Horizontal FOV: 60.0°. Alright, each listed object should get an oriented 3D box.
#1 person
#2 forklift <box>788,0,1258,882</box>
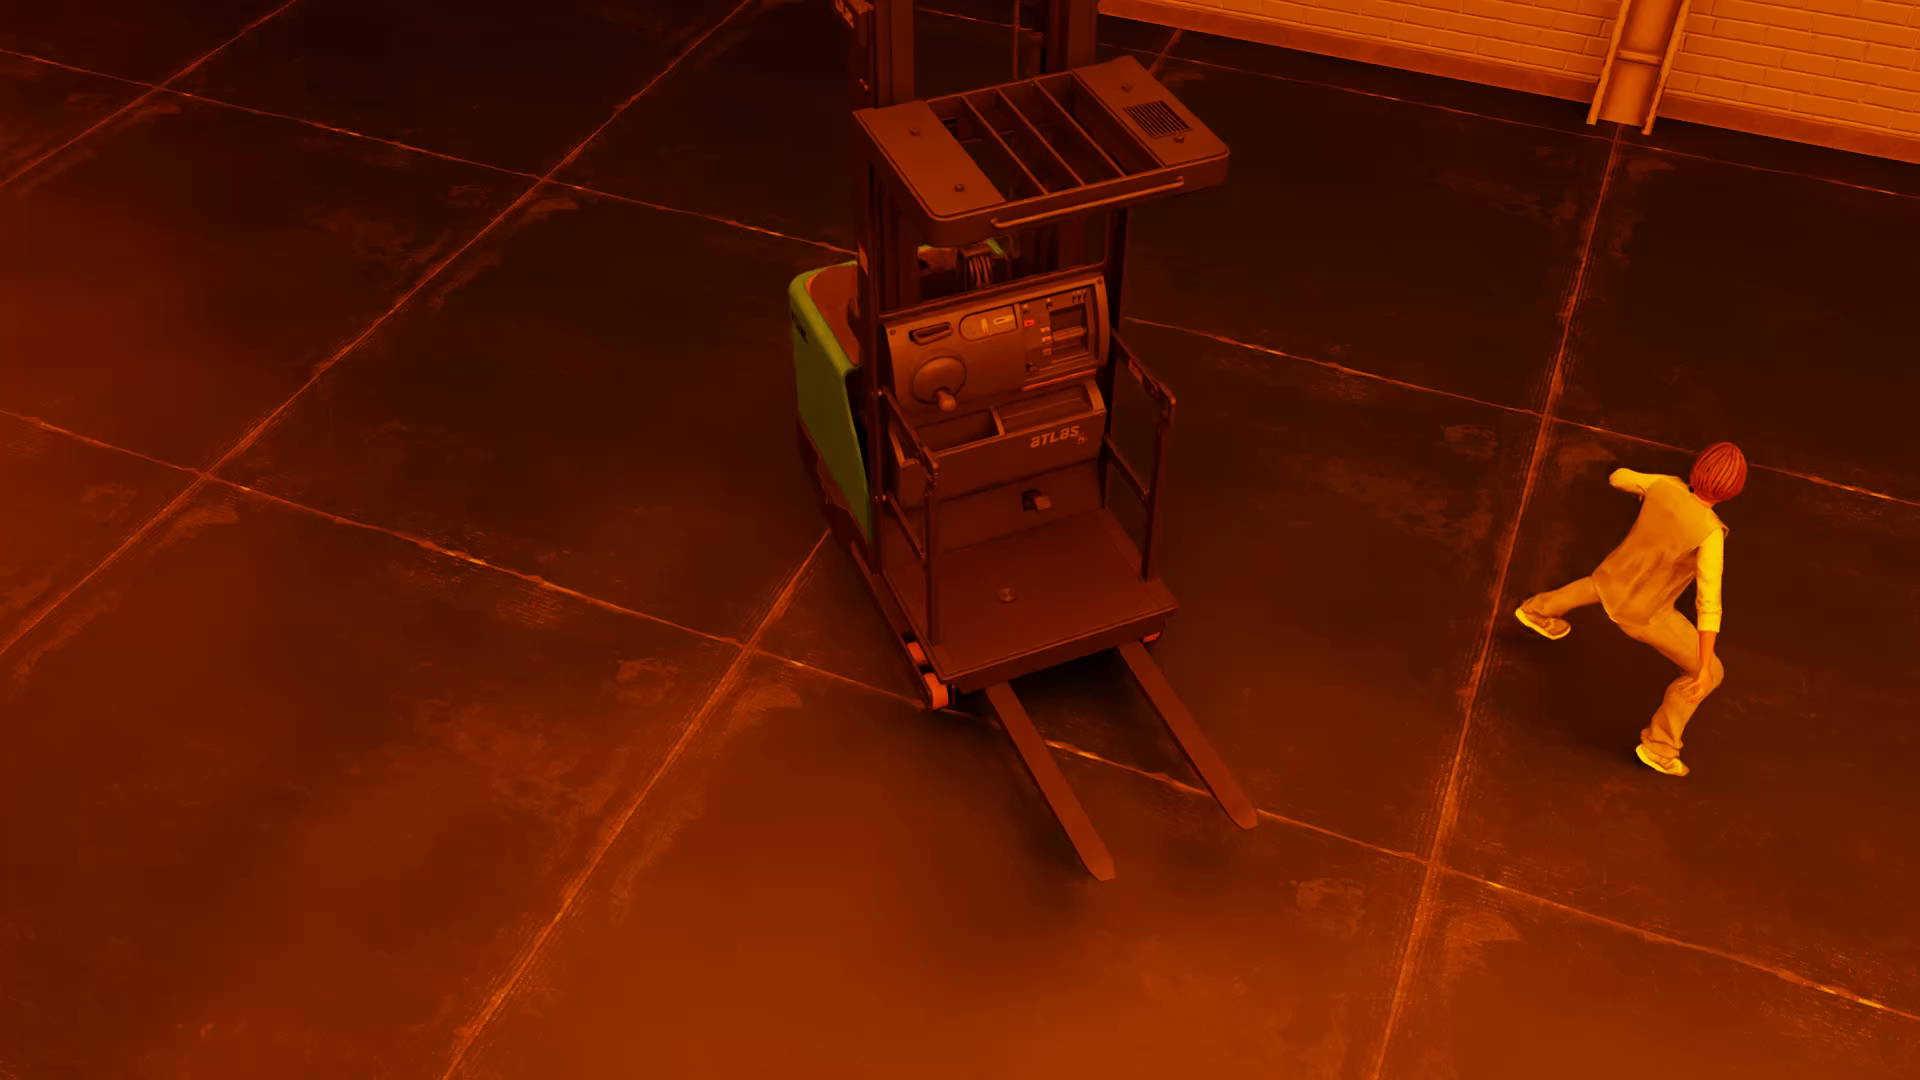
[{"bbox_3d":[2.738,0.240,6.548,0.488,1.496,1.030,-8,44,-9],"label":"person"},{"bbox_3d":[0.242,-0.686,6.404,1.130,2.935,3.031,-16,45,-16],"label":"forklift"}]
